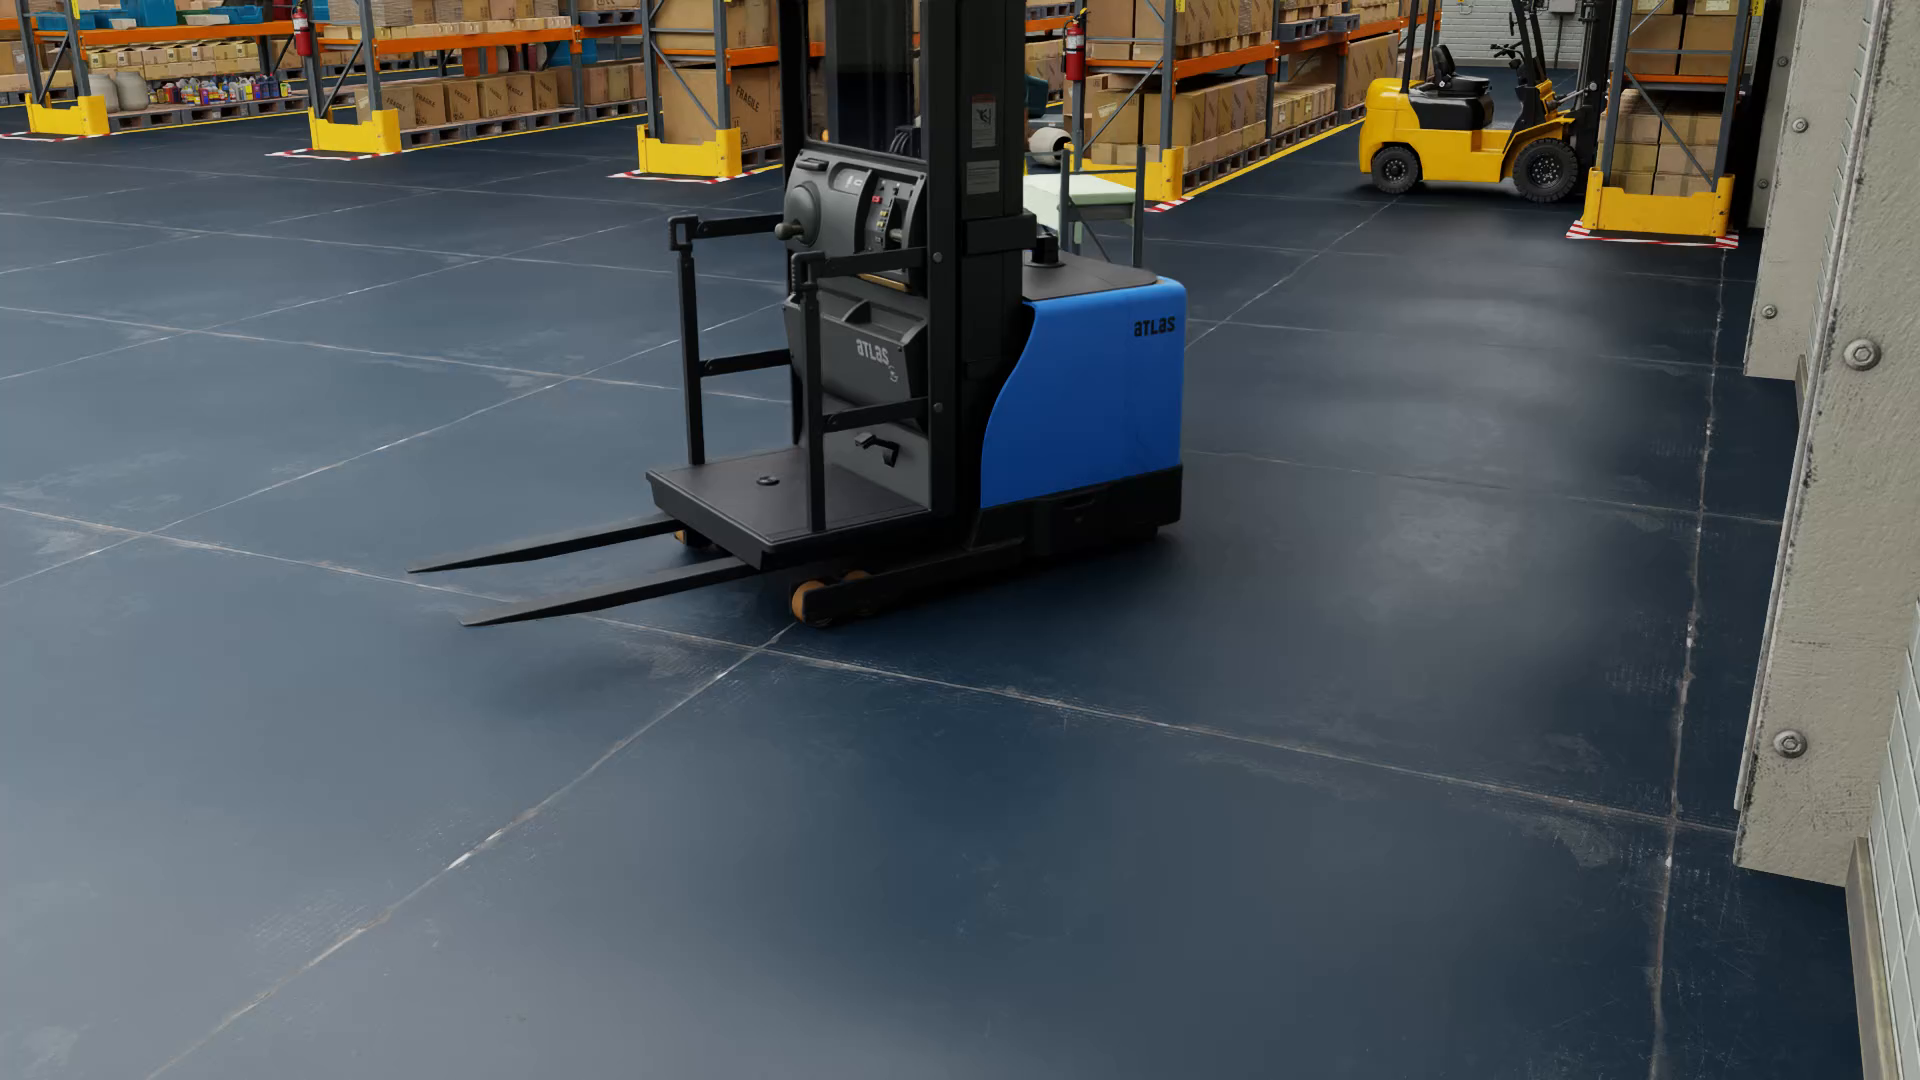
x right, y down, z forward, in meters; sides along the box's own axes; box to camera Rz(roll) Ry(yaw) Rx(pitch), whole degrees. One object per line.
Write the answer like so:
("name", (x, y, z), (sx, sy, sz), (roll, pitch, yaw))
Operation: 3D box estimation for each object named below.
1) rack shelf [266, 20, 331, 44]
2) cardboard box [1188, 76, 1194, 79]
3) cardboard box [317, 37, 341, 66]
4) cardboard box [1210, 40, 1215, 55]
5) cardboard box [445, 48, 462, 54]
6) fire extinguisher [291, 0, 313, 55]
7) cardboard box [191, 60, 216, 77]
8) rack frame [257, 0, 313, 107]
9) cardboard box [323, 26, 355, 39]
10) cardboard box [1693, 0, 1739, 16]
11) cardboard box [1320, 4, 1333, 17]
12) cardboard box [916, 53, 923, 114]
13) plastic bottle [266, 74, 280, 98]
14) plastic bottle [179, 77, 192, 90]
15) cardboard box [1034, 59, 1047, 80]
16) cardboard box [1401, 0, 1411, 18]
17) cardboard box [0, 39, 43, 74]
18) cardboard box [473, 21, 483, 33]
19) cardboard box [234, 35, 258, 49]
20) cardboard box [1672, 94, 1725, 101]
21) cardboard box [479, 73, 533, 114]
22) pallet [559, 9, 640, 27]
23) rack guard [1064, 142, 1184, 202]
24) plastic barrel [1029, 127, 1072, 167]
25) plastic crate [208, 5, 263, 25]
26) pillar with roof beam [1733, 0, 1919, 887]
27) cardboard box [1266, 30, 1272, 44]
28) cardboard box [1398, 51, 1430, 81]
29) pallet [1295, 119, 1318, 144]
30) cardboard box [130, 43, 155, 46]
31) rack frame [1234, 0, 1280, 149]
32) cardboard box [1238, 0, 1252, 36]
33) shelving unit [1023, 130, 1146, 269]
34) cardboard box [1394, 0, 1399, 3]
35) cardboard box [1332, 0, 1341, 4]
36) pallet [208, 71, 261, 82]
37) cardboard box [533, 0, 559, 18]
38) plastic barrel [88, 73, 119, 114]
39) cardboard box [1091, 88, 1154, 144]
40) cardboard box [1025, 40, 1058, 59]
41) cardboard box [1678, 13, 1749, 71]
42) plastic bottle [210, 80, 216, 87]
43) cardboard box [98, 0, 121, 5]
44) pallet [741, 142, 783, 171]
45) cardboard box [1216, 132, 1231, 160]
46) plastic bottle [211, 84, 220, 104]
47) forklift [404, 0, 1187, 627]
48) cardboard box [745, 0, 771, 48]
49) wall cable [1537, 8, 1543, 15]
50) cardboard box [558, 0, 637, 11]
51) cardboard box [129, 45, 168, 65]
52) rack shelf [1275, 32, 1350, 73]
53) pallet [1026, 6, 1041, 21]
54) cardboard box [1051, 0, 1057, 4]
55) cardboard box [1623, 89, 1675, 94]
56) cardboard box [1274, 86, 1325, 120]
("rack shelf", (-9.513, -8.367, 27.094), (1.077, 0.370, 4.000), (9, 21, 23))
("cardboard box", (2.425, -5.286, 18.746), (0.380, 0.149, 0.250), (9, 22, 25))
("cardboard box", (-12.346, -9.441, 32.114), (0.500, 0.500, 0.500), (8, 21, 22))
("cardboard box", (2.411, -5.094, 17.190), (0.380, 0.149, 0.250), (9, 22, 24))
("cardboard box", (-10.860, -10.458, 35.471), (0.380, 0.166, 0.250), (9, 21, 23))
("fire extinguisher", (-7.919, -6.184, 19.997), (0.296, 0.674, 0.183), (9, 21, 23))
("cardboard box", (-13.621, -8.395, 29.575), (0.500, 0.250, 0.500), (9, 22, 24))
("rack frame", (-10.332, -8.095, 25.254), (1.000, 3.000, 0.127), (9, 21, 23))
("cardboard box", (-7.523, -6.190, 20.271), (0.380, 0.149, 0.250), (9, 21, 23))
("cardboard box", (6.495, -4.574, 14.235), (0.380, 0.149, 0.250), (8, 21, 21))
("cardboard box", (4.629, -6.888, 21.609), (0.380, 0.149, 0.250), (9, 21, 24))
("cardboard box", (-0.760, -6.338, 23.045), (1.050, 0.750, 0.750), (9, 21, 23))
("plastic bottle", (-10.333, -6.818, 24.959), (0.144, 0.351, 0.185), (8, 21, 21))
("plastic bottle", (-11.369, -6.620, 24.403), (0.144, 0.351, 0.185), (10, 22, 25))
("cardboard box", (1.033, -7.282, 26.072), (0.500, 0.500, 0.500), (9, 21, 23))
("cardboard box", (6.934, -8.656, 26.682), (0.500, 0.500, 0.500), (9, 22, 24))
("cardboard box", (-15.056, -7.708, 26.525), (0.500, 0.500, 0.500), (9, 21, 23))
("cardboard box", (-6.434, -6.668, 21.618), (0.380, 0.149, 0.250), (9, 21, 23))
("cardboard box", (-15.695, -11.134, 36.905), (0.700, 0.500, 0.500), (9, 21, 23))
("cardboard box", (7.319, -4.262, 16.462), (0.500, 0.250, 0.500), (9, 21, 23))
("cardboard box", (-6.242, -6.142, 22.868), (0.500, 0.500, 0.500), (17, 26, 40))
("pallet", (-5.368, -7.539, 23.976), (1.003, 0.211, 1.213), (9, 21, 23))
("rack guard", (1.620, -3.678, 16.565), (1.175, 0.500, 0.348), (9, 21, 23))
("plastic barrel", (1.054, -4.458, 18.872), (0.421, 0.421, 0.512), (-9, 22, -24))
("plastic crate", (-10.538, -7.649, 24.223), (0.499, 0.251, 0.616), (9, 21, 23))
("pillar with roof beam", (-1.615, -3.991, 4.761), (9.100, 9.000, 0.400), (9, 21, 23))
("cardboard box", (3.374, -5.797, 19.168), (0.380, 0.149, 0.250), (8, 21, 22))
("cardboard box", (7.595, -8.218, 28.797), (0.875, 0.438, 0.875), (9, 22, 24))
("pallet", (4.043, -5.354, 21.709), (1.003, 0.211, 1.213), (9, 21, 23))
("cardboard box", (-14.323, -8.571, 29.232), (0.500, 0.311, 0.500), (8, 21, 22))
("rack frame", (3.227, -6.055, 19.519), (1.000, 3.000, 0.127), (9, 21, 23))
("cardboard box", (2.859, -5.755, 18.082), (0.500, 0.500, 0.500), (9, 22, 24))
("shelving unit", (0.521, -1.151, 7.965), (0.431, 1.500, 0.755), (-6, 21, -18))
("cardboard box", (6.544, -8.498, 25.865), (0.500, 0.250, 0.500), (9, 21, 23))
("cardboard box", (4.731, -7.327, 21.874), (0.500, 0.500, 0.500), (8, 21, 22))
("pallet", (-13.585, -8.438, 30.381), (1.003, 0.211, 1.213), (9, 21, 23))
("cardboard box", (-6.054, -7.473, 22.913), (0.875, 0.500, 0.500), (9, 21, 23))
("plastic barrel", (-11.771, -6.109, 22.757), (0.421, 0.512, 0.421), (0, 20, 0))
("cardboard box", (1.679, -4.369, 17.135), (0.500, 0.500, 0.500), (9, 21, 23))
("cardboard box", (1.233, -7.782, 26.359), (0.500, 0.250, 0.500), (9, 21, 23))
("cardboard box", (6.768, -4.475, 14.927), (0.500, 0.500, 0.500), (9, 22, 24))
("plastic bottle", (-11.145, -6.719, 24.800), (0.097, 0.271, 0.097), (0, 20, 0))
("cardboard box", (-14.305, -9.216, 28.258), (0.500, 0.500, 0.500), (10, 22, 27))
("pallet", (-2.712, -4.422, 19.089), (1.003, 0.211, 1.213), (9, 21, 23))
("cardboard box", (2.600, -4.267, 17.968), (0.500, 0.250, 0.500), (10, 22, 26))
("plastic bottle", (-10.762, -6.441, 24.018), (0.097, 0.271, 0.097), (0, 20, 0))
("forklift", (-0.575, -1.264, 6.149), (3.031, 2.935, 1.130), (-13, 23, -32))
("cardboard box", (-2.652, -5.842, 18.697), (0.875, 0.550, 0.550), (9, 21, 23))
("wall cable", (11.728, -11.738, 33.983), (0.588, 1.984, 0.122), (9, 21, 23))
("cardboard box", (-5.361, -8.119, 23.801), (1.000, 1.000, 1.000), (9, 21, 23))
("cardboard box", (-14.033, -8.345, 28.597), (0.500, 0.311, 0.500), (8, 21, 21))
("rack shelf", (4.046, -6.328, 21.359), (1.077, 0.370, 4.000), (9, 21, 23))
("pallet", (0.502, -8.069, 25.466), (1.213, 0.211, 1.003), (9, 21, 23))
("cardboard box", (1.324, -8.600, 26.423), (0.380, 0.149, 0.250), (8, 21, 21))
("cardboard box", (7.054, -4.489, 17.100), (0.500, 0.250, 0.500), (9, 21, 23))
("cardboard box", (4.330, -5.840, 22.208), (0.950, 0.372, 0.625), (8, 21, 22))
